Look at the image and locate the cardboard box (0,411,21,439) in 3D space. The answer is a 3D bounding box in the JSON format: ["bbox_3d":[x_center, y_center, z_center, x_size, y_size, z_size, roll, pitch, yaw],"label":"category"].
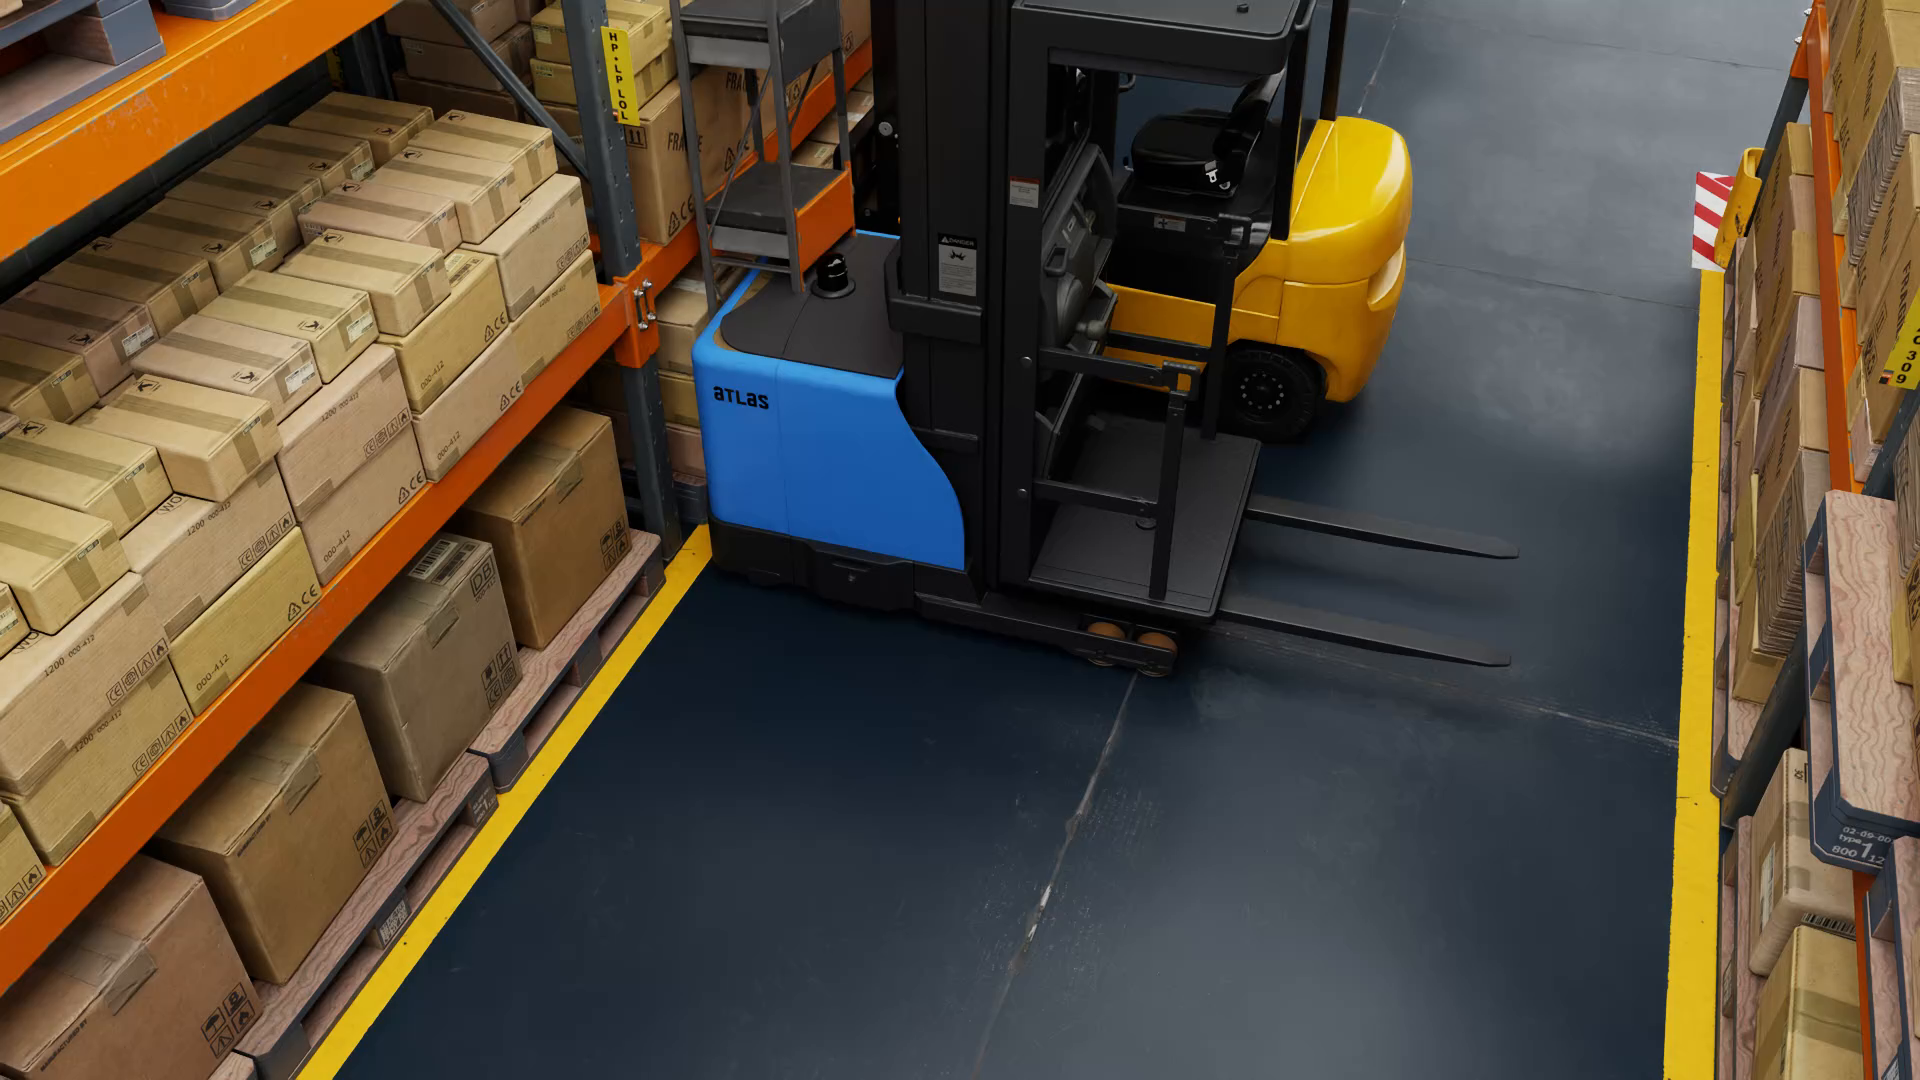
[{"bbox_3d":[-2.549,-0.224,4.125,0.380,0.149,0.250,14,43,16],"label":"cardboard box"}]

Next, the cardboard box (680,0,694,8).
[{"bbox_3d":[-1.138,-2.059,6.046,0.380,0.149,0.250,13,42,14],"label":"cardboard box"}]

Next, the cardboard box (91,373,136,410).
[{"bbox_3d":[-2.391,-0.461,4.709,0.500,0.250,0.500,12,42,14],"label":"cardboard box"}]

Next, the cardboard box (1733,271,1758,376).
[{"bbox_3d":[3.707,-0.909,7.299,0.500,0.250,0.500,15,43,17],"label":"cardboard box"}]

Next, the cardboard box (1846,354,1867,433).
[{"bbox_3d":[2.959,-0.418,5.122,0.380,0.149,0.250,14,42,16],"label":"cardboard box"}]

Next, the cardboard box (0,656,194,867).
[{"bbox_3d":[-2.249,0.464,4.011,0.500,0.250,0.500,12,42,14],"label":"cardboard box"}]

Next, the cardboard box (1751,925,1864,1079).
[{"bbox_3d":[2.637,1.504,4.377,0.950,0.372,0.625,16,43,18],"label":"cardboard box"}]

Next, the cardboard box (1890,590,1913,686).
[{"bbox_3d":[2.477,0.257,4.007,0.380,0.149,0.250,14,42,16],"label":"cardboard box"}]

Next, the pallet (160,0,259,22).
[{"bbox_3d":[-1.898,-1.723,4.294,0.805,0.209,1.217,12,42,13],"label":"pallet"}]

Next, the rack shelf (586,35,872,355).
[{"bbox_3d":[-0.925,-2.141,7.503,1.077,0.370,4.000,13,42,15],"label":"rack shelf"}]

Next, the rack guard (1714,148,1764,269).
[{"bbox_3d":[4.399,-1.538,8.168,1.175,0.500,0.348,13,42,15],"label":"rack guard"}]

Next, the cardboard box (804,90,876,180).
[{"bbox_3d":[-0.618,-1.849,7.630,0.500,0.250,0.500,12,42,14],"label":"cardboard box"}]

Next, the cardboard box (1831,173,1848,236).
[{"bbox_3d":[3.394,-1.199,6.037,0.380,0.149,0.250,14,42,15],"label":"cardboard box"}]

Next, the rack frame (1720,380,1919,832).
[{"bbox_3d":[3.057,-0.096,4.551,1.000,3.000,0.127,13,42,15],"label":"rack frame"}]

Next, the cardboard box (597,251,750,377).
[{"bbox_3d":[-1.149,-0.915,6.536,0.500,0.250,0.500,13,42,14],"label":"cardboard box"}]

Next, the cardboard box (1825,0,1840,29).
[{"bbox_3d":[4.002,-2.459,7.015,0.500,0.500,0.500,13,42,14],"label":"cardboard box"}]

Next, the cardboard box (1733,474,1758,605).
[{"bbox_3d":[3.179,0.043,6.183,0.500,0.250,0.500,12,42,14],"label":"cardboard box"}]

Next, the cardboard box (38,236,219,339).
[{"bbox_3d":[-2.335,-0.702,4.685,0.380,0.149,0.250,13,42,15],"label":"cardboard box"}]

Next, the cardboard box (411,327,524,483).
[{"bbox_3d":[-1.702,-0.465,5.099,0.500,0.250,0.500,13,42,15],"label":"cardboard box"}]

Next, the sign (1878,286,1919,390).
[{"bbox_3d":[2.544,-0.541,4.406,0.100,0.325,0.005,13,42,15],"label":"sign"}]

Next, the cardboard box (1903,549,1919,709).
[{"bbox_3d":[2.456,0.121,3.667,0.500,0.500,0.500,13,42,15],"label":"cardboard box"}]

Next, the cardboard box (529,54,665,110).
[{"bbox_3d":[-1.253,-1.616,5.756,0.380,0.149,0.250,13,42,14],"label":"cardboard box"}]

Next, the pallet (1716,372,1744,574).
[{"bbox_3d":[3.669,-0.199,6.821,1.003,0.211,1.213,13,42,15],"label":"pallet"}]

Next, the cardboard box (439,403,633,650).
[{"bbox_3d":[-1.777,-0.131,6.098,0.875,0.625,0.625,15,43,17],"label":"cardboard box"}]

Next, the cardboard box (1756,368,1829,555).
[{"bbox_3d":[3.179,-0.226,5.921,0.500,0.500,0.500,14,42,16],"label":"cardboard box"}]

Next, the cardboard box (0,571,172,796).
[{"bbox_3d":[-2.227,0.275,3.847,0.500,0.250,0.500,12,42,14],"label":"cardboard box"}]

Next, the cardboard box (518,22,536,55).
[{"bbox_3d":[-1.688,-1.893,6.081,0.380,0.149,0.250,12,42,14],"label":"cardboard box"}]

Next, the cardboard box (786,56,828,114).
[{"bbox_3d":[-0.877,-2.076,6.796,0.500,0.500,0.500,13,42,15],"label":"cardboard box"}]

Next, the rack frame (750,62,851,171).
[{"bbox_3d":[-0.597,-1.270,6.505,0.400,2.100,0.015,11,36,18],"label":"rack frame"}]

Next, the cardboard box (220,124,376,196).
[{"bbox_3d":[-2.072,-1.161,5.223,0.380,0.149,0.250,12,42,14],"label":"cardboard box"}]

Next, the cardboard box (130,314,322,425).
[{"bbox_3d":[-1.926,-0.436,4.374,0.380,0.149,0.250,14,42,15],"label":"cardboard box"}]

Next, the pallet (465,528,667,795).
[{"bbox_3d":[-1.824,0.324,6.208,1.003,0.211,1.213,13,42,15],"label":"pallet"}]

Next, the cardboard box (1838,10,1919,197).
[{"bbox_3d":[3.488,-1.520,5.914,0.500,0.500,0.500,12,42,14],"label":"cardboard box"}]

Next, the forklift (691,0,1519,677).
[{"bbox_3d":[0.598,-0.996,5.659,3.031,2.935,1.130,11,42,13],"label":"forklift"}]

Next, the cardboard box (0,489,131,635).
[{"bbox_3d":[-2.160,0.041,3.814,0.380,0.149,0.250,14,42,16],"label":"cardboard box"}]

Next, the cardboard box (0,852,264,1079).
[{"bbox_3d":[-2.535,1.211,4.526,0.875,0.625,0.625,15,43,16],"label":"cardboard box"}]

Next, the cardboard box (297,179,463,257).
[{"bbox_3d":[-1.722,-0.923,4.944,0.380,0.149,0.250,13,42,15],"label":"cardboard box"}]

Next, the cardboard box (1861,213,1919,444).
[{"bbox_3d":[2.975,-0.573,4.804,0.500,0.500,0.500,12,42,14],"label":"cardboard box"}]

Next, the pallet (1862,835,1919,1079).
[{"bbox_3d":[2.327,1.200,3.180,1.003,0.211,1.213,13,42,15],"label":"pallet"}]

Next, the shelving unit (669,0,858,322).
[{"bbox_3d":[-0.684,-1.140,6.318,0.431,2.100,0.503,11,36,18],"label":"shelving unit"}]

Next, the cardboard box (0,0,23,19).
[{"bbox_3d":[-2.152,-1.141,2.987,0.500,0.500,0.500,14,42,16],"label":"cardboard box"}]

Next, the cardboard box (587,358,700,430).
[{"bbox_3d":[-1.154,-0.726,6.699,0.500,0.250,0.500,13,42,15],"label":"cardboard box"}]

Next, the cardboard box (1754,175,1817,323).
[{"bbox_3d":[3.707,-1.169,7.027,0.500,0.500,0.500,12,42,13],"label":"cardboard box"}]

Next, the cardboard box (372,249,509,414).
[{"bbox_3d":[-1.706,-0.657,4.939,0.500,0.250,0.500,12,42,14],"label":"cardboard box"}]
